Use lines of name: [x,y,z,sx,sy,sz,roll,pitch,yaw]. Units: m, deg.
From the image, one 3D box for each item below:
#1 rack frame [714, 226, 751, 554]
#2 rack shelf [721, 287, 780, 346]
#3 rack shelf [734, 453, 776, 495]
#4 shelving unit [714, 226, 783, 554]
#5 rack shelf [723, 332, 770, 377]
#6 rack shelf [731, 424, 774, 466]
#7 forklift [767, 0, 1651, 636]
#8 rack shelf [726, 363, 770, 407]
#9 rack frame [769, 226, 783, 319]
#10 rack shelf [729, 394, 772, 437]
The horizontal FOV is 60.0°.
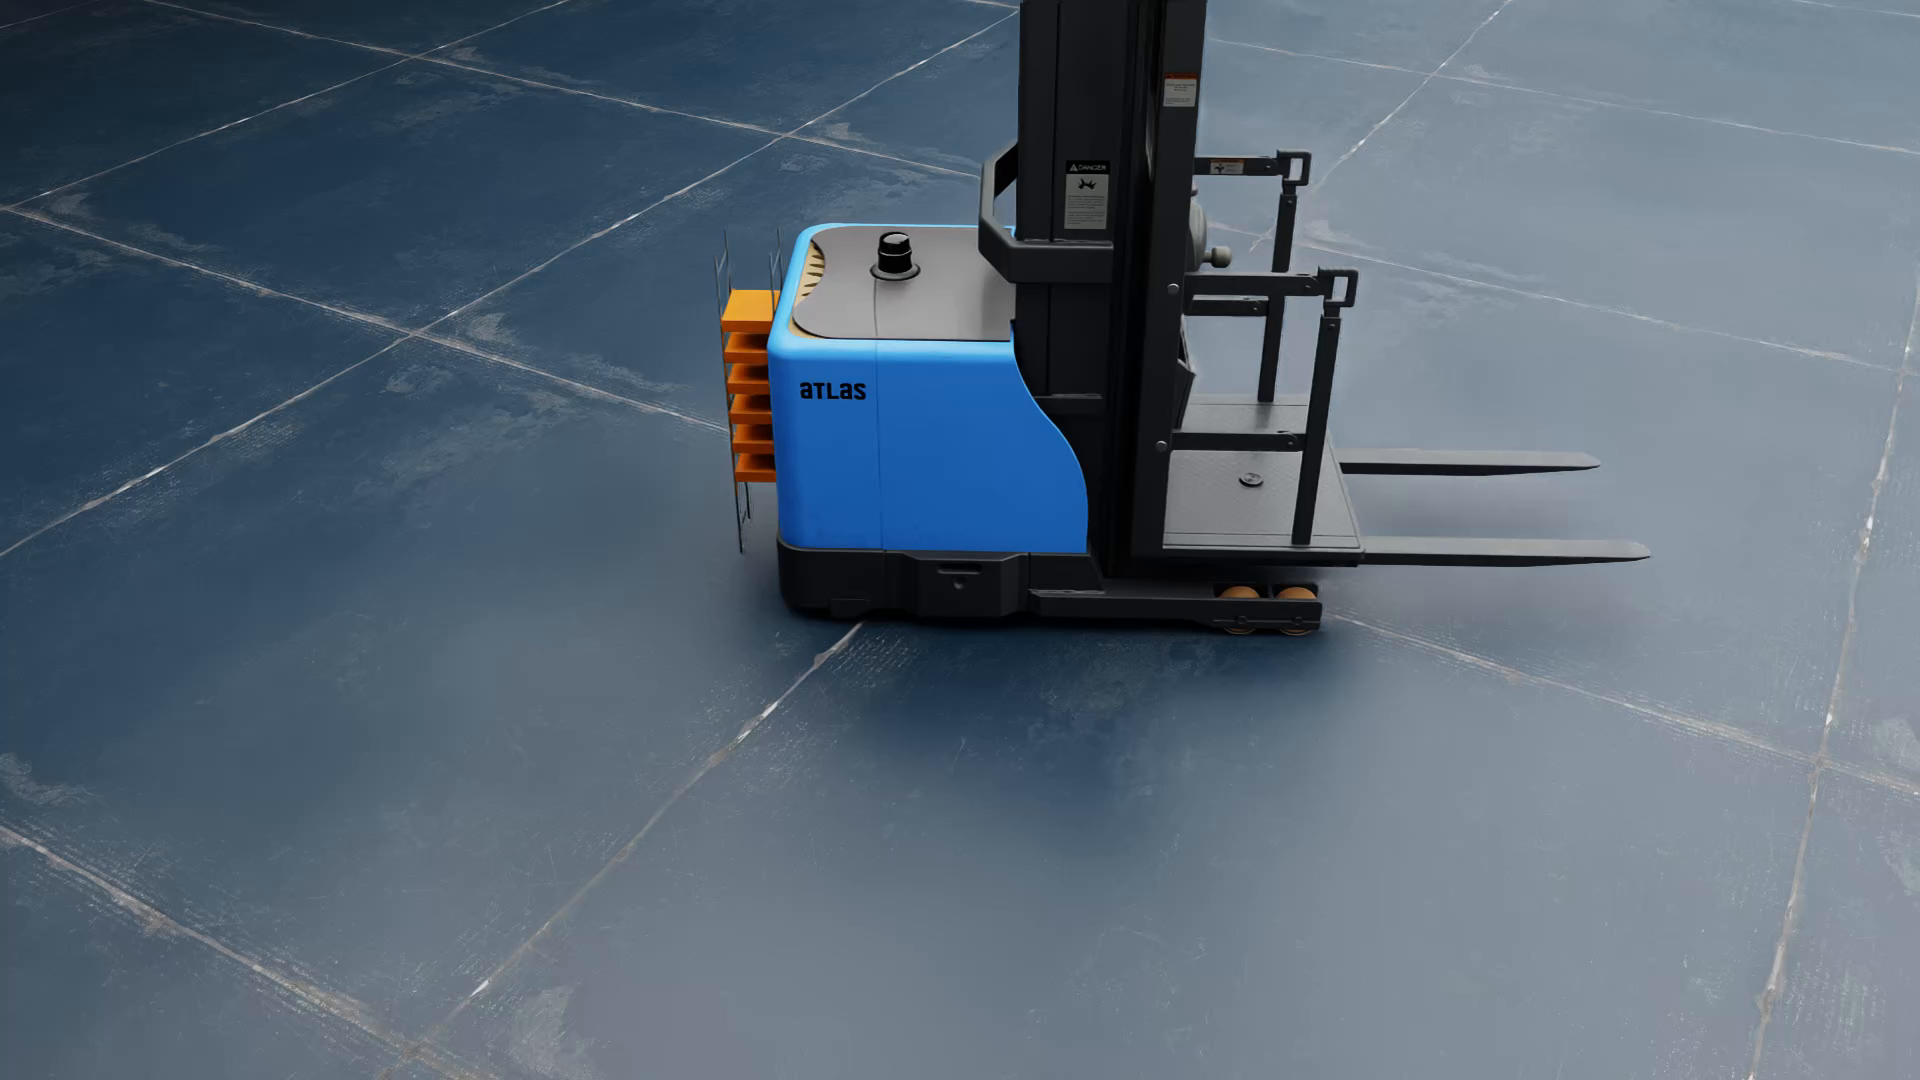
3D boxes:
rack frame: [-0.809,-0.513,5.937,0.006,1.200,0.240,1,34,2]
rack shelf: [-0.717,-0.774,5.760,0.180,0.103,0.258,1,34,2]
rack shelf: [-0.717,-0.274,6.093,0.180,0.103,0.258,1,34,2]
shelving unit: [-0.717,-0.511,5.935,0.189,1.200,0.258,1,34,2]
rack shelf: [-0.717,-0.674,5.826,0.180,0.103,0.258,1,34,2]
rack shelf: [-0.717,-0.374,6.026,0.180,0.103,0.258,1,34,2]
forklift: [0.896,-1.191,5.394,3.031,2.935,1.130,1,34,2]
rack shelf: [-0.717,-0.574,5.893,0.180,0.103,0.258,1,34,2]
rack frame: [-0.626,-0.509,5.932,0.006,1.200,0.240,1,34,2]
rack shelf: [-0.717,-0.474,5.960,0.180,0.103,0.258,1,34,2]
